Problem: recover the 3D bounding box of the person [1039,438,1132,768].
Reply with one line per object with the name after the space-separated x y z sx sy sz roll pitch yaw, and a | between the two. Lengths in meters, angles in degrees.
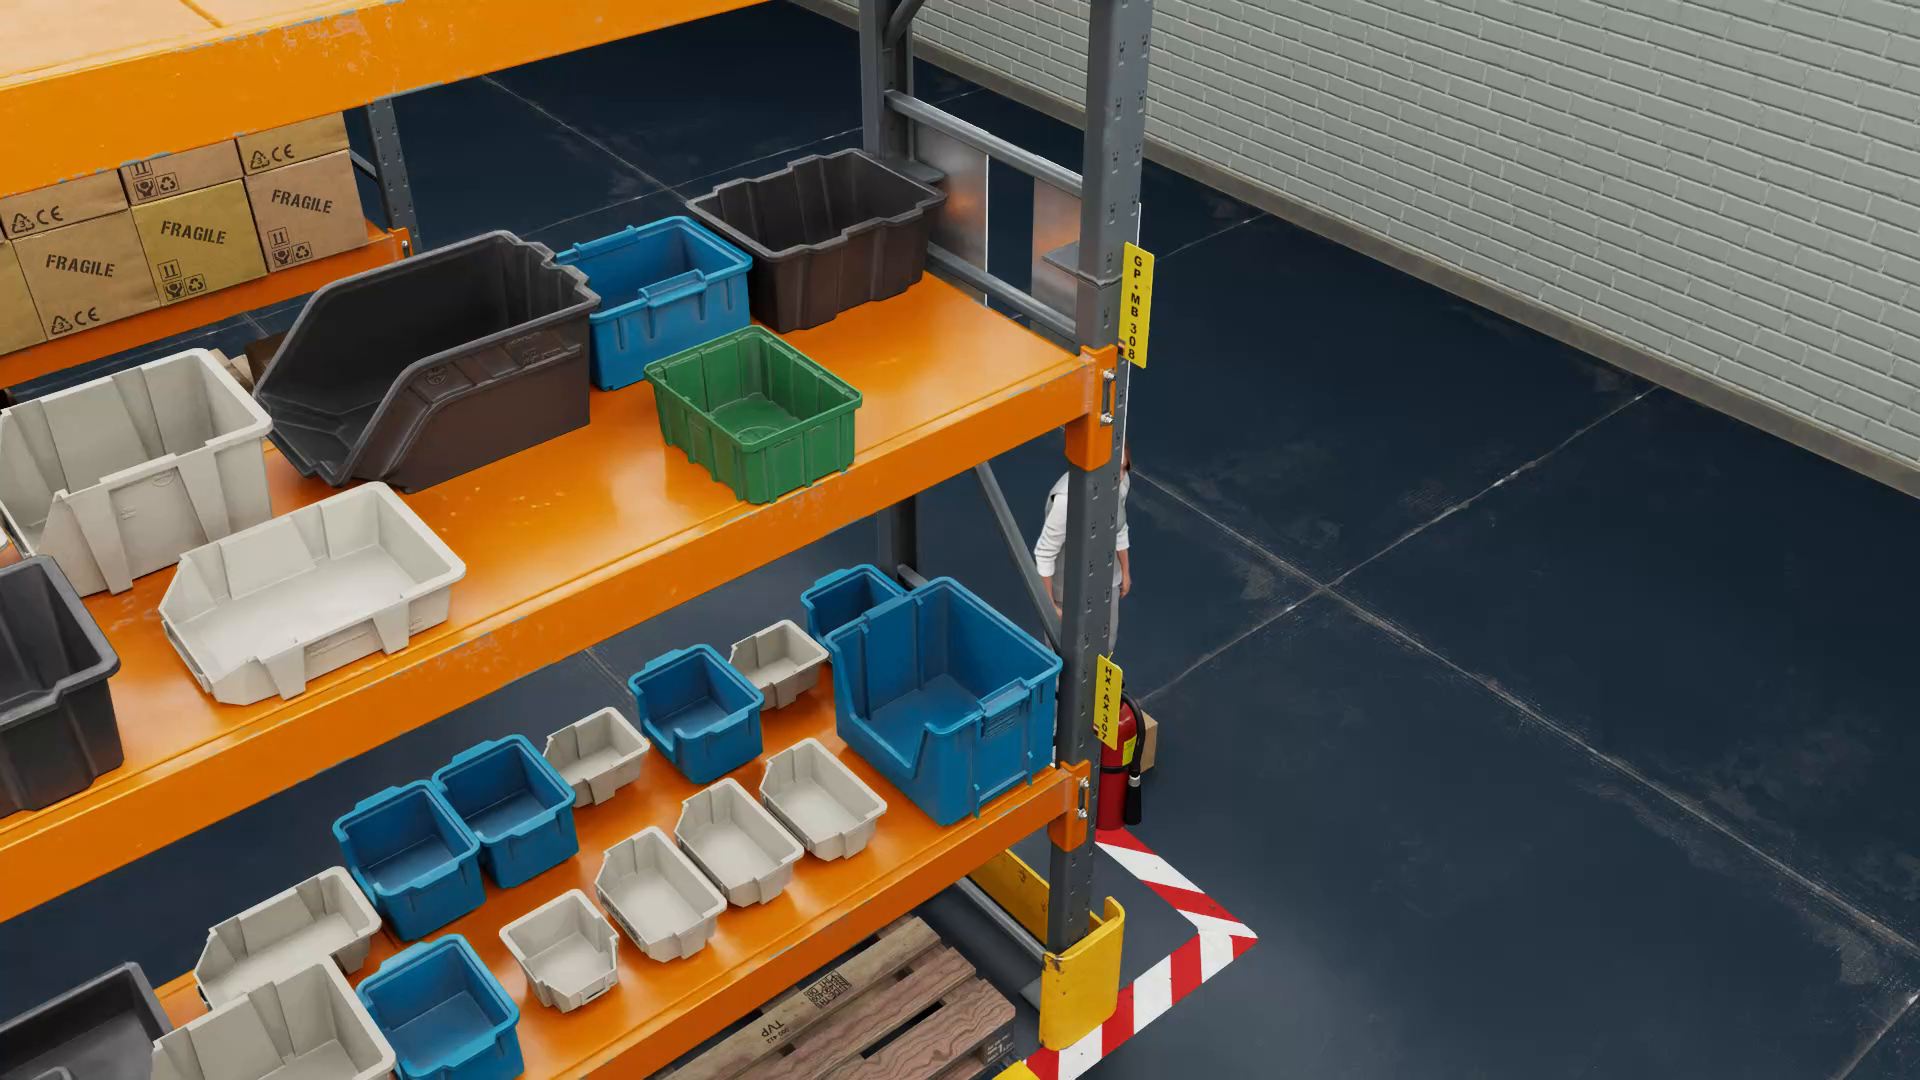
0.512 0.208 6.801 0.462 1.593 0.322 -24 43 -29 | person
